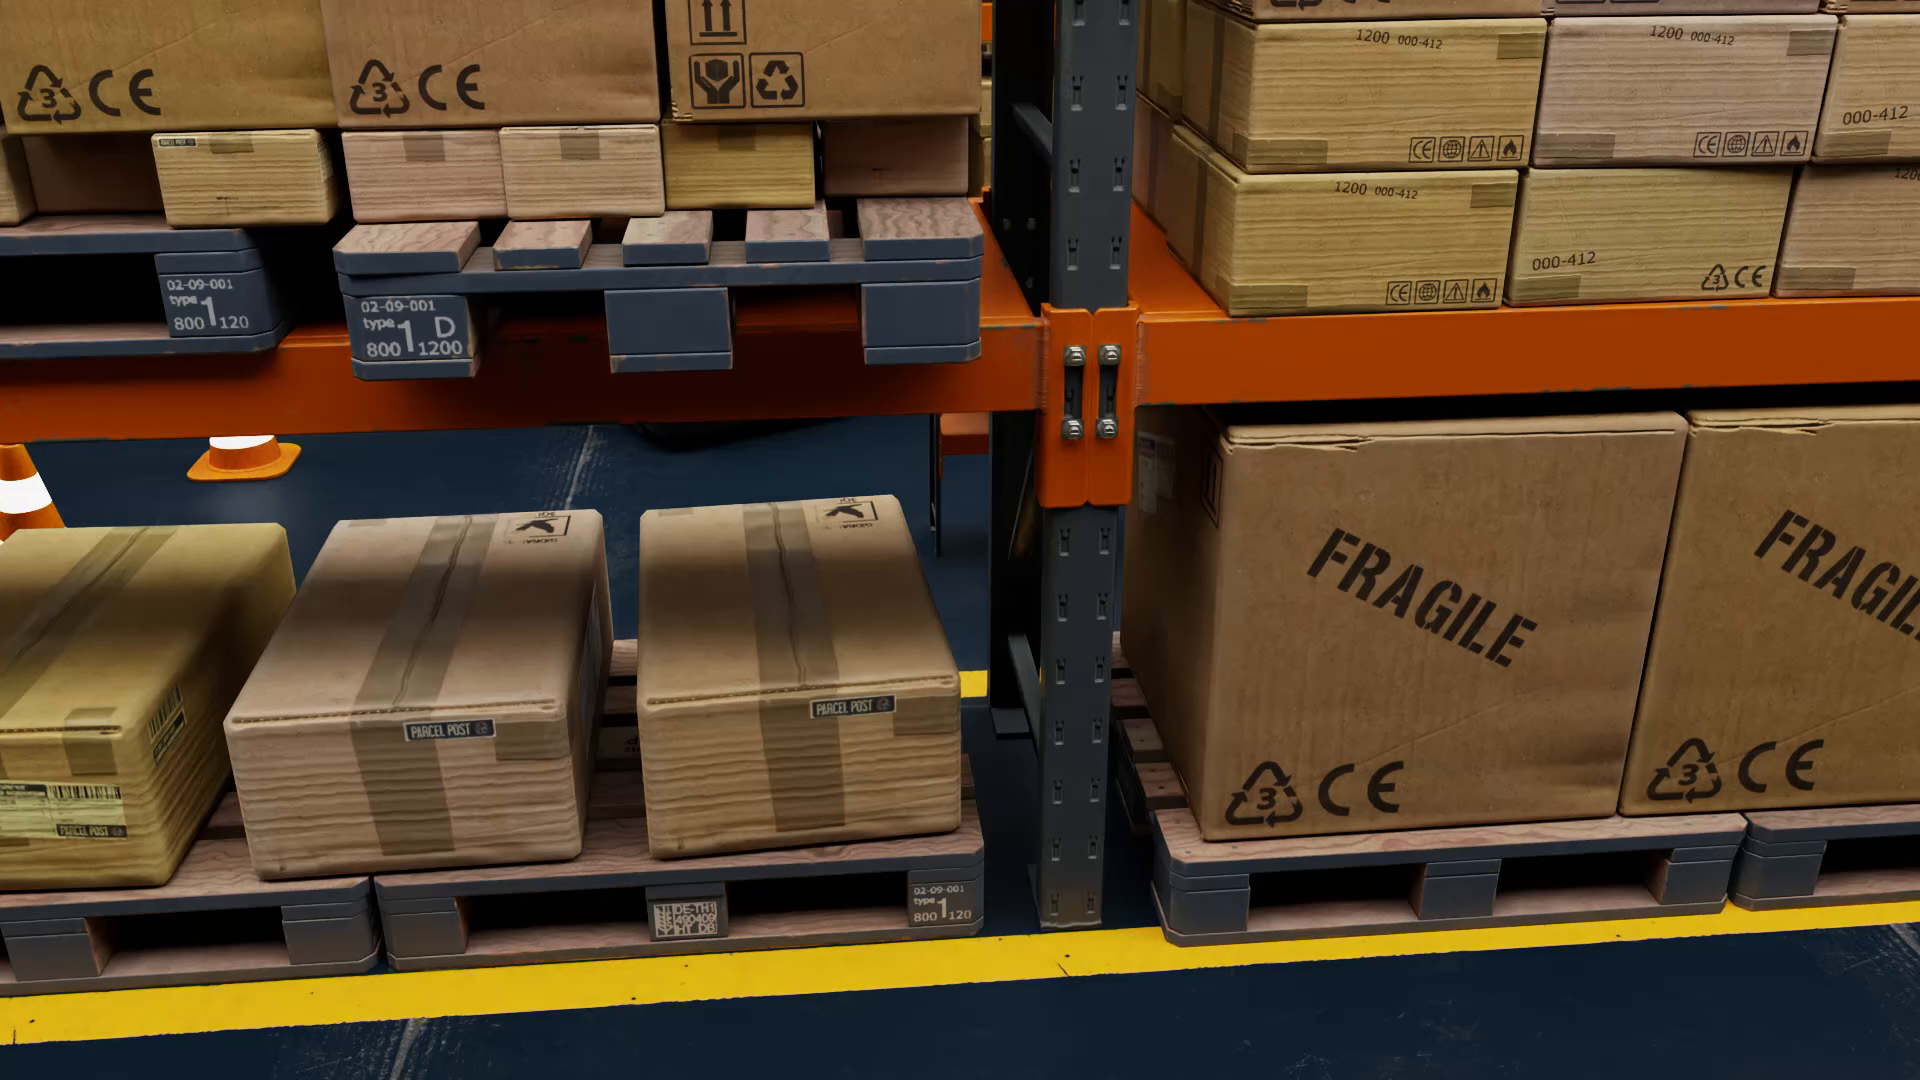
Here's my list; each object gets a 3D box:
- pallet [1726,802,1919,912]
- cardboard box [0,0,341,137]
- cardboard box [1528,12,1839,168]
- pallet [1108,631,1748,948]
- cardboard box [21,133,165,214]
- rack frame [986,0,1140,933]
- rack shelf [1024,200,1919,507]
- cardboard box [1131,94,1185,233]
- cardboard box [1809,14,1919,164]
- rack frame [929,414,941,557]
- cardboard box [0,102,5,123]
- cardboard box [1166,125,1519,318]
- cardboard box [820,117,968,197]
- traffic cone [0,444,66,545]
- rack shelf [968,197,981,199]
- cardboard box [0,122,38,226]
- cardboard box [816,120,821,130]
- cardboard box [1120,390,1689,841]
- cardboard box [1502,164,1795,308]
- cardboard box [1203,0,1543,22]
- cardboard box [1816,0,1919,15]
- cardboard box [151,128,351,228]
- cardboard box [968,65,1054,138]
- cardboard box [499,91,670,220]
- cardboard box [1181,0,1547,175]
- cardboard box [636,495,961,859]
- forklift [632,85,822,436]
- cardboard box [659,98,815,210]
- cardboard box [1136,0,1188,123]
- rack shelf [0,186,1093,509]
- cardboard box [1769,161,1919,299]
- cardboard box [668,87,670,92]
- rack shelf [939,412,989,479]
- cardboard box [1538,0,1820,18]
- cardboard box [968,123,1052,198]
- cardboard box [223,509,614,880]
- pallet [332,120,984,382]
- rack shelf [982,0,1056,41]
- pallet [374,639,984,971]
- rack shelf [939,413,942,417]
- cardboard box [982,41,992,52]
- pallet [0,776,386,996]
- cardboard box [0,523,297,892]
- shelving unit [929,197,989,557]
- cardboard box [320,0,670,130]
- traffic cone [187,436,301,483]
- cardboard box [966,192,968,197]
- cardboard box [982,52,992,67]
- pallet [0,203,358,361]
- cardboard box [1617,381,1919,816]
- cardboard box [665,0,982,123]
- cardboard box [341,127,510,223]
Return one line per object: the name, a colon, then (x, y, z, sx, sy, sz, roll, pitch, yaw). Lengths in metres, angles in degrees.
pallet: (2.184, 0.460, 3.955, 1.213, 0.211, 1.003, -2, 24, -5)
cardboard box: (-1.259, -0.963, 2.717, 0.500, 0.500, 0.500, -4, 24, -9)
cardboard box: (1.224, -0.866, 3.075, 0.500, 0.250, 0.500, -2, 24, -4)
pallet: (0.973, 0.508, 3.848, 1.213, 0.211, 1.003, -2, 24, -5)
cardboard box: (-1.414, -0.684, 2.888, 0.250, 0.149, 0.380, -2, 24, -5)
rack frame: (0.181, -0.766, 3.279, 0.127, 3.000, 1.000, -2, 24, -5)
rack shelf: (2.171, -0.517, 3.605, 4.000, 0.370, 1.077, -2, 24, -5)
cardboard box: (0.659, -0.822, 3.591, 0.500, 0.250, 0.500, -3, 24, -7)
cardboard box: (1.721, -0.881, 3.108, 0.500, 0.250, 0.500, -2, 24, -5)
rack frame: (-0.078, -0.545, 4.999, 0.015, 1.200, 0.240, -2, 24, -5)
cardboard box: (-1.803, -0.941, 2.669, 0.500, 0.500, 0.500, -3, 24, -7)
cardboard box: (0.693, -0.615, 3.125, 0.500, 0.250, 0.500, -3, 24, -6)
cardboard box: (-0.122, -0.734, 3.002, 0.250, 0.149, 0.380, -1, 24, -3)
traffic cone: (-2.703, -0.062, 4.820, 0.334, 0.463, 0.336, -2, 24, -5)
rack shelf: (0.165, -0.914, 4.862, 0.480, 0.148, 0.258, -2, 24, -5)
cardboard box: (-1.656, -0.641, 2.790, 0.250, 0.149, 0.380, -3, 24, -7)
cardboard box: (-0.161, -0.905, 3.385, 0.250, 0.149, 0.380, -4, 24, -8)
cardboard box: (0.877, 0.019, 3.612, 0.875, 0.875, 0.875, -3, 24, -6)
cardboard box: (1.202, -0.643, 3.187, 0.500, 0.250, 0.500, -3, 24, -7)
cardboard box: (0.696, -1.189, 2.878, 0.500, 0.500, 0.500, -3, 24, -7)
cardboard box: (1.705, -1.227, 2.964, 0.500, 0.500, 0.500, -2, 24, -4)
cardboard box: (-1.152, -0.643, 2.796, 0.250, 0.149, 0.380, -2, 24, -4)
cardboard box: (0.304, -2.084, 7.884, 0.500, 0.250, 0.500, -3, 24, -8)
cardboard box: (-0.628, -0.666, 2.848, 0.250, 0.149, 0.380, -2, 24, -6)
cardboard box: (0.710, -0.846, 3.029, 0.500, 0.250, 0.500, -2, 24, -6)
cardboard box: (-0.382, 0.262, 3.686, 0.625, 0.372, 0.950, -4, 24, -9)
forklift: (-1.421, -2.257, 6.719, 1.130, 2.935, 3.031, -15, 28, -30)
cardboard box: (-0.382, -0.695, 2.912, 0.250, 0.149, 0.380, -2, 24, -4)
cardboard box: (0.638, -1.048, 3.483, 0.500, 0.250, 0.500, -2, 24, -5)
rack shelf: (-1.809, -0.357, 3.246, 4.000, 0.370, 1.077, -2, 24, -5)
cardboard box: (1.725, -0.661, 3.229, 0.500, 0.250, 0.500, -2, 24, -3)
cardboard box: (-0.722, -0.915, 3.407, 0.250, 0.149, 0.380, -4, 24, -9)
rack shelf: (0.165, -0.312, 5.129, 0.480, 0.148, 0.258, -2, 24, -5)
cardboard box: (1.189, -1.213, 2.931, 0.500, 0.500, 0.500, -2, 24, -5)
cardboard box: (0.323, -1.737, 8.026, 0.500, 0.500, 0.500, -3, 24, -7)
cardboard box: (-1.116, 0.295, 3.612, 0.625, 0.372, 0.950, -3, 24, -6)
pallet: (-0.518, -0.606, 3.157, 1.003, 0.211, 1.213, -2, 24, -5)
rack shelf: (1.584, -2.513, 8.097, 4.000, 0.370, 1.077, -2, 24, -5)
pallet: (-0.597, 0.539, 3.777, 1.213, 0.211, 1.003, -2, 24, -5)
rack shelf: (0.165, -0.493, 5.048, 0.480, 0.148, 0.258, -2, 24, -5)
cardboard box: (-0.104, -4.011, 12.681, 0.875, 0.875, 1.225, -3, 24, -8)
pallet: (-1.808, 0.587, 3.670, 1.213, 0.211, 1.003, -2, 24, -5)
cardboard box: (-1.871, 0.323, 3.550, 0.625, 0.372, 0.950, -2, 24, -3)
shelving unit: (0.165, -0.555, 5.021, 0.503, 1.200, 0.258, -2, 24, -5)
cardboard box: (-0.757, -0.983, 2.763, 0.500, 0.500, 0.500, -3, 24, -6)
traffic cone: (-2.513, -0.478, 5.755, 0.334, 0.463, 0.336, -2, 24, -5)
cardboard box: (0.223, -1.944, 8.491, 0.500, 0.500, 0.500, -2, 24, -5)
cardboard box: (0.249, -2.288, 8.342, 0.500, 0.250, 0.500, -3, 24, -6)
pallet: (-1.785, -0.582, 3.103, 1.213, 0.211, 1.003, -2, 24, -5)
cardboard box: (1.765, -0.014, 3.688, 0.875, 0.875, 0.875, -2, 24, -5)
cardboard box: (-0.244, -1.009, 2.820, 0.500, 0.500, 0.500, -3, 24, -7)
cardboard box: (-0.879, -0.660, 2.833, 0.250, 0.149, 0.380, -3, 24, -8)
